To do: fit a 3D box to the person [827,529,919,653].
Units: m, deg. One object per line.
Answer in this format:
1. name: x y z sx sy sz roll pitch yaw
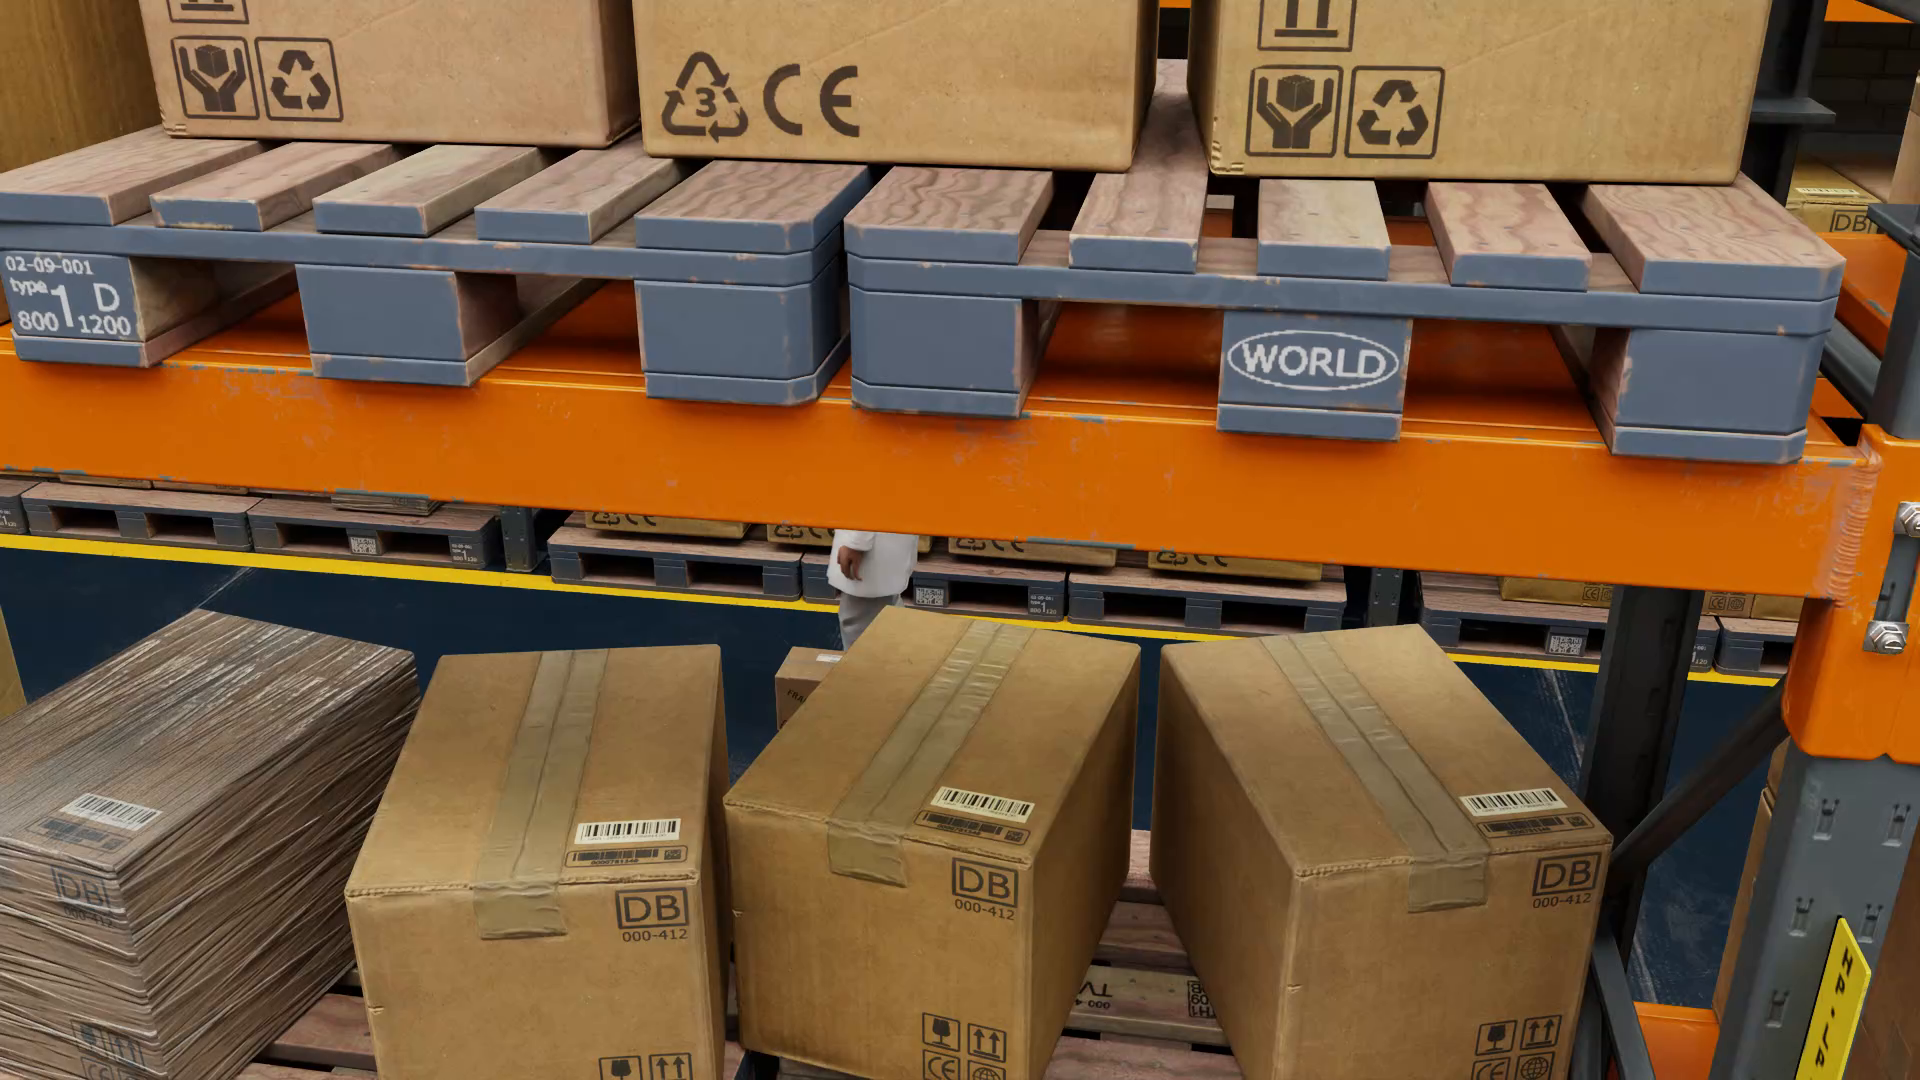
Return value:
1. person: -0.332 -0.080 6.300 0.425 1.773 0.644 3 25 7
